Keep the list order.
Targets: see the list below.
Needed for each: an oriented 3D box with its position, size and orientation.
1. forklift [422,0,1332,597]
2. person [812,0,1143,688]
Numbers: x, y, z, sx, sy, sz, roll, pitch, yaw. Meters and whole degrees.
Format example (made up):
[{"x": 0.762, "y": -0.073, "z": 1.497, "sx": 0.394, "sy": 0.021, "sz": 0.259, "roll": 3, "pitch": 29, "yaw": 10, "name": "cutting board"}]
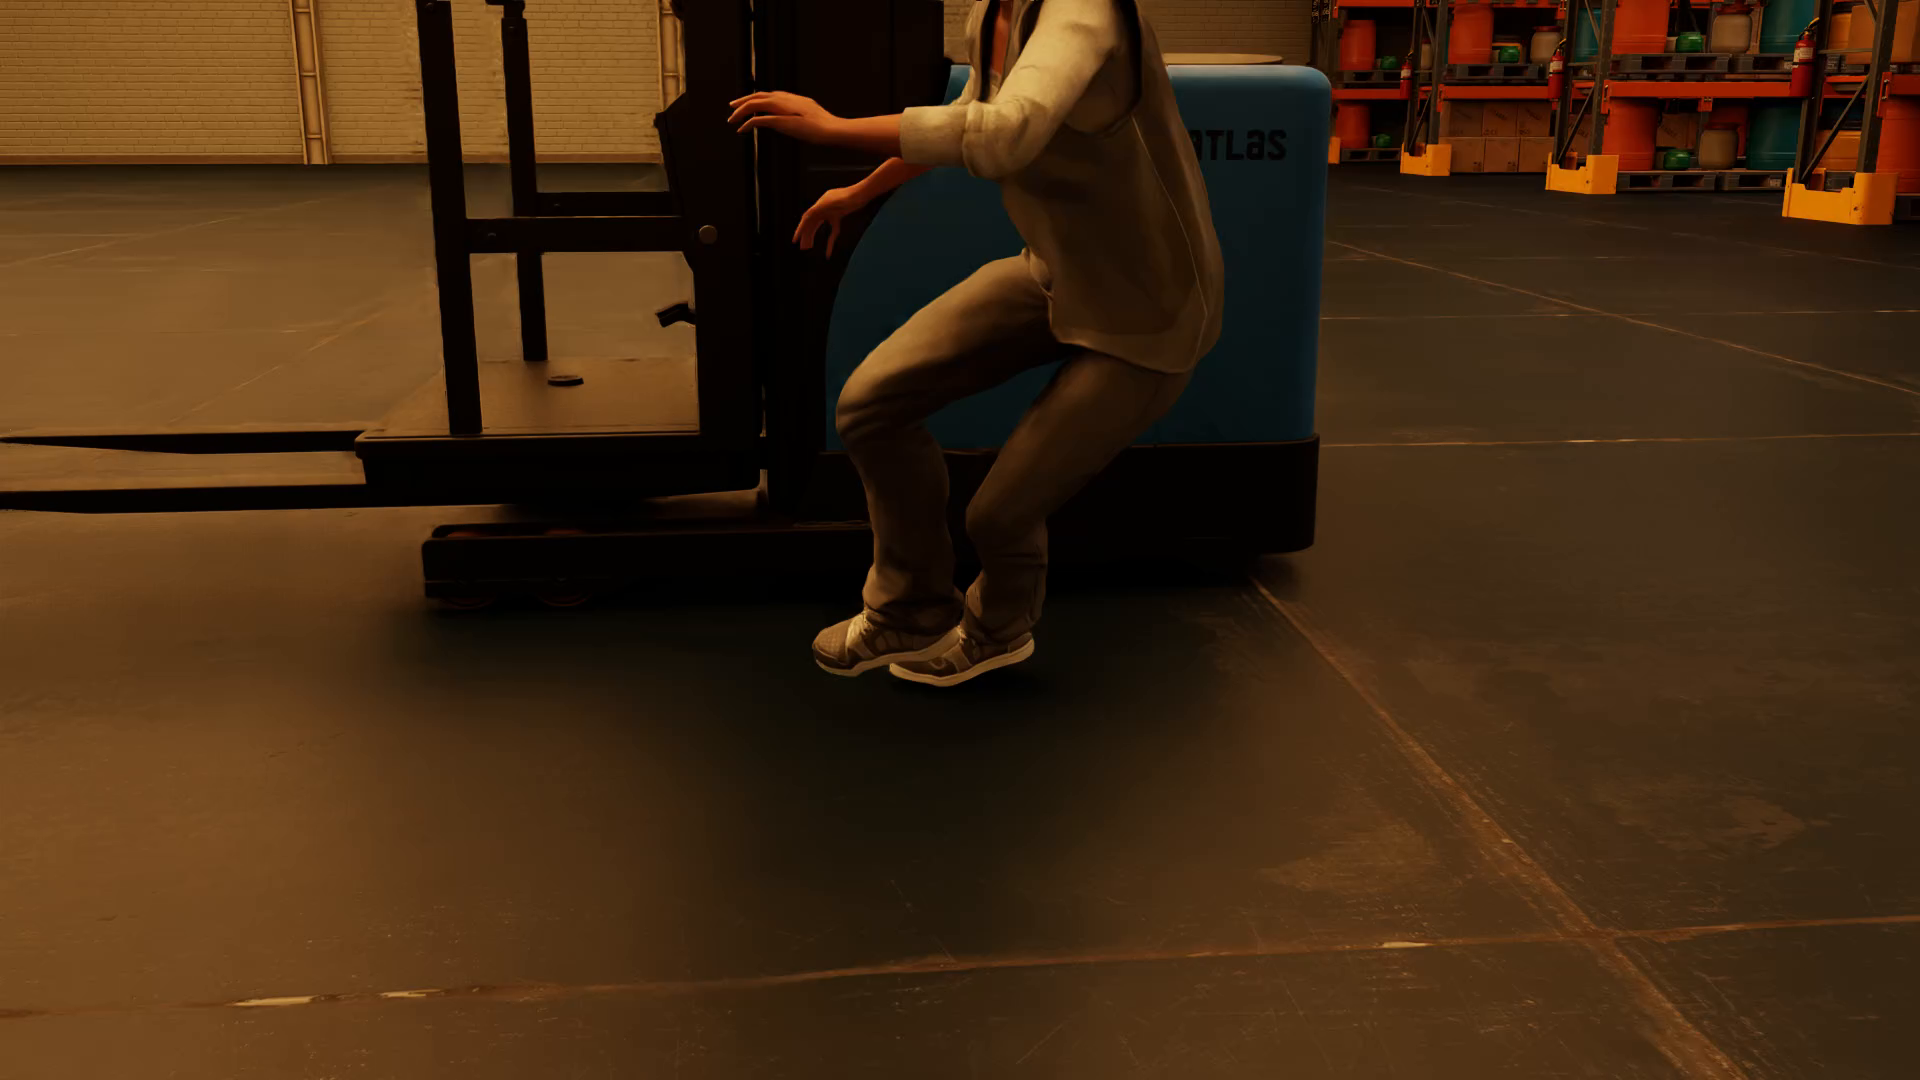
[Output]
[{"x": -0.777, "y": -1.415, "z": 3.553, "sx": 3.031, "sy": 2.935, "sz": 1.130, "roll": -2, "pitch": 15, "yaw": -6, "name": "forklift"}, {"x": 0.047, "y": -0.232, "z": 2.481, "sx": 0.665, "sy": 1.178, "sz": 0.771, "roll": -10, "pitch": 18, "yaw": -33, "name": "person"}]
